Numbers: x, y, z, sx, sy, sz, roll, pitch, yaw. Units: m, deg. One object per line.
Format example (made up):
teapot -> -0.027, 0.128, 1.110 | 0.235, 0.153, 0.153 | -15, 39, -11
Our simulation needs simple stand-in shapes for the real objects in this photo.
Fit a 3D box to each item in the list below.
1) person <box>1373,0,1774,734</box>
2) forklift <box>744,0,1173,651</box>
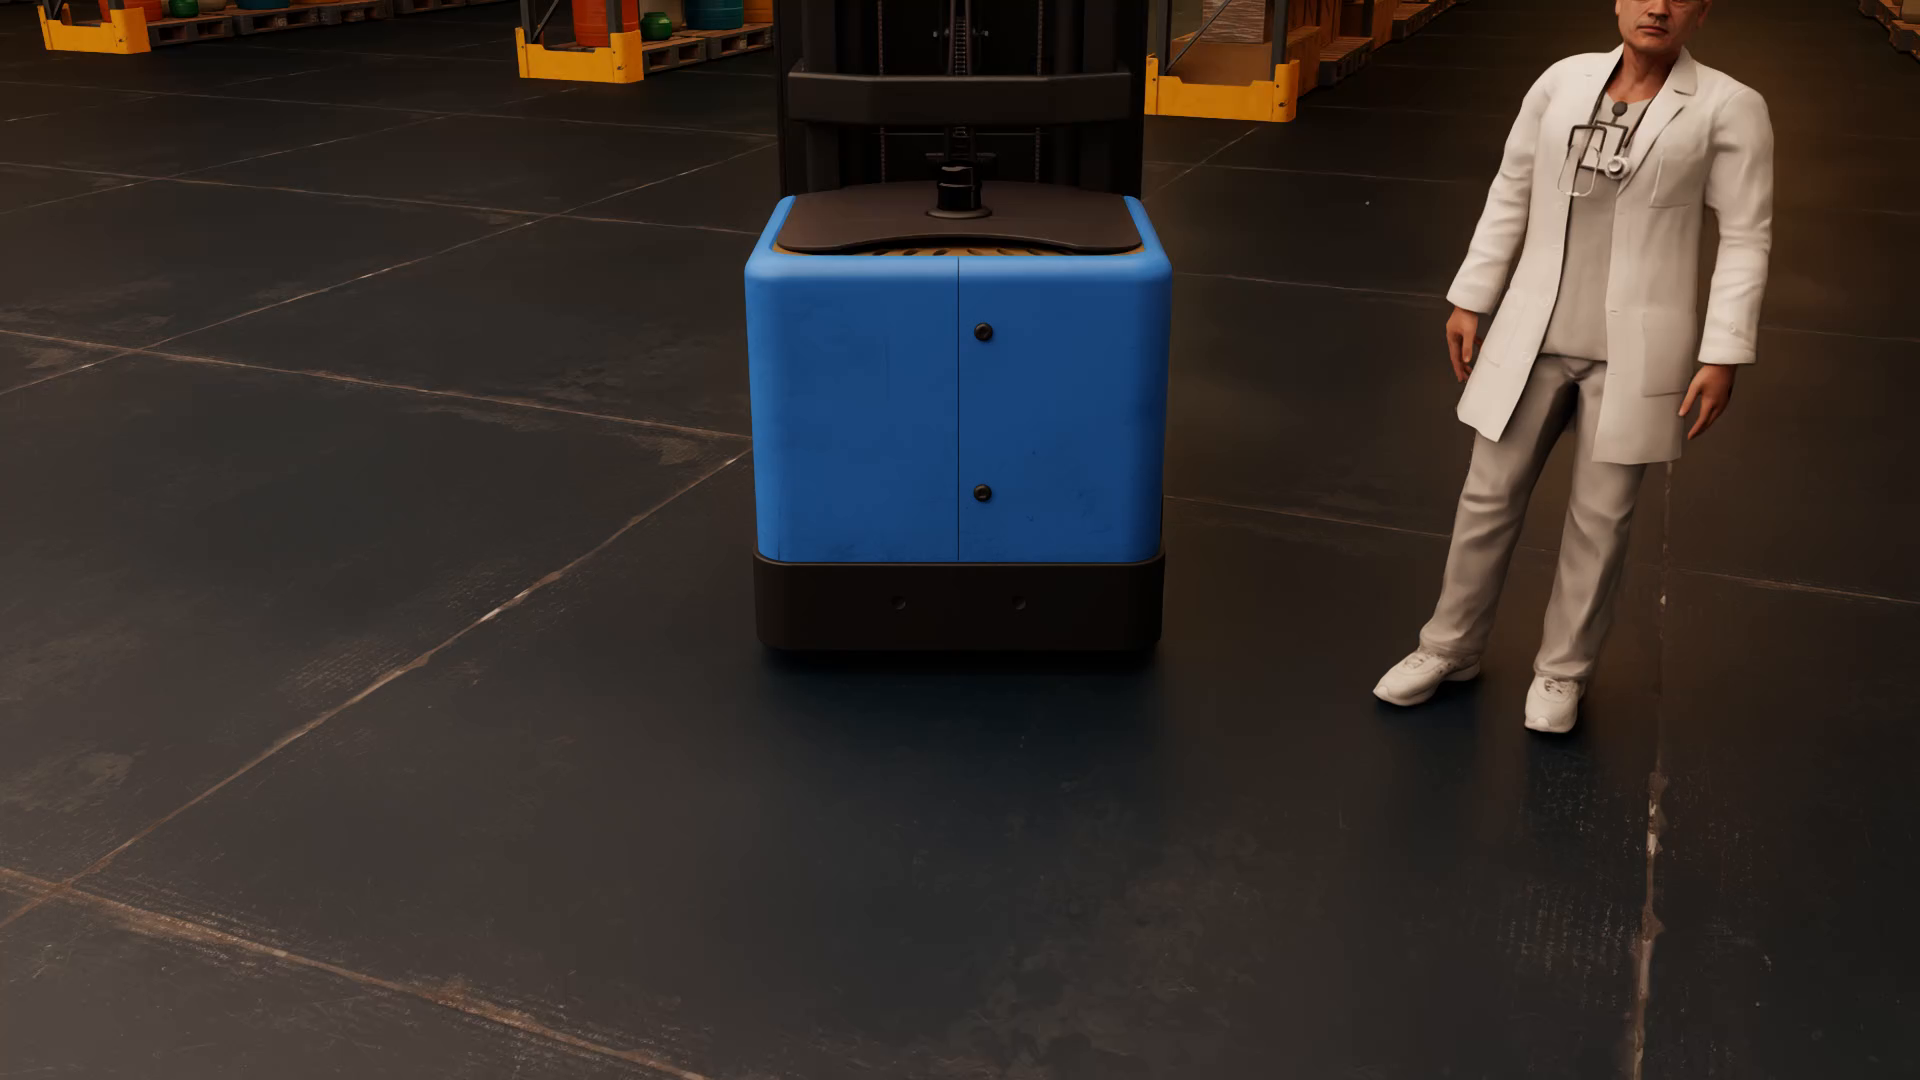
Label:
person -> 1.412, -0.420, 3.789 | 0.713, 1.782, 0.538 | 17, 28, 35
forklift -> 0.002, -1.587, 5.089 | 1.130, 2.935, 3.031 | 0, 23, 0
